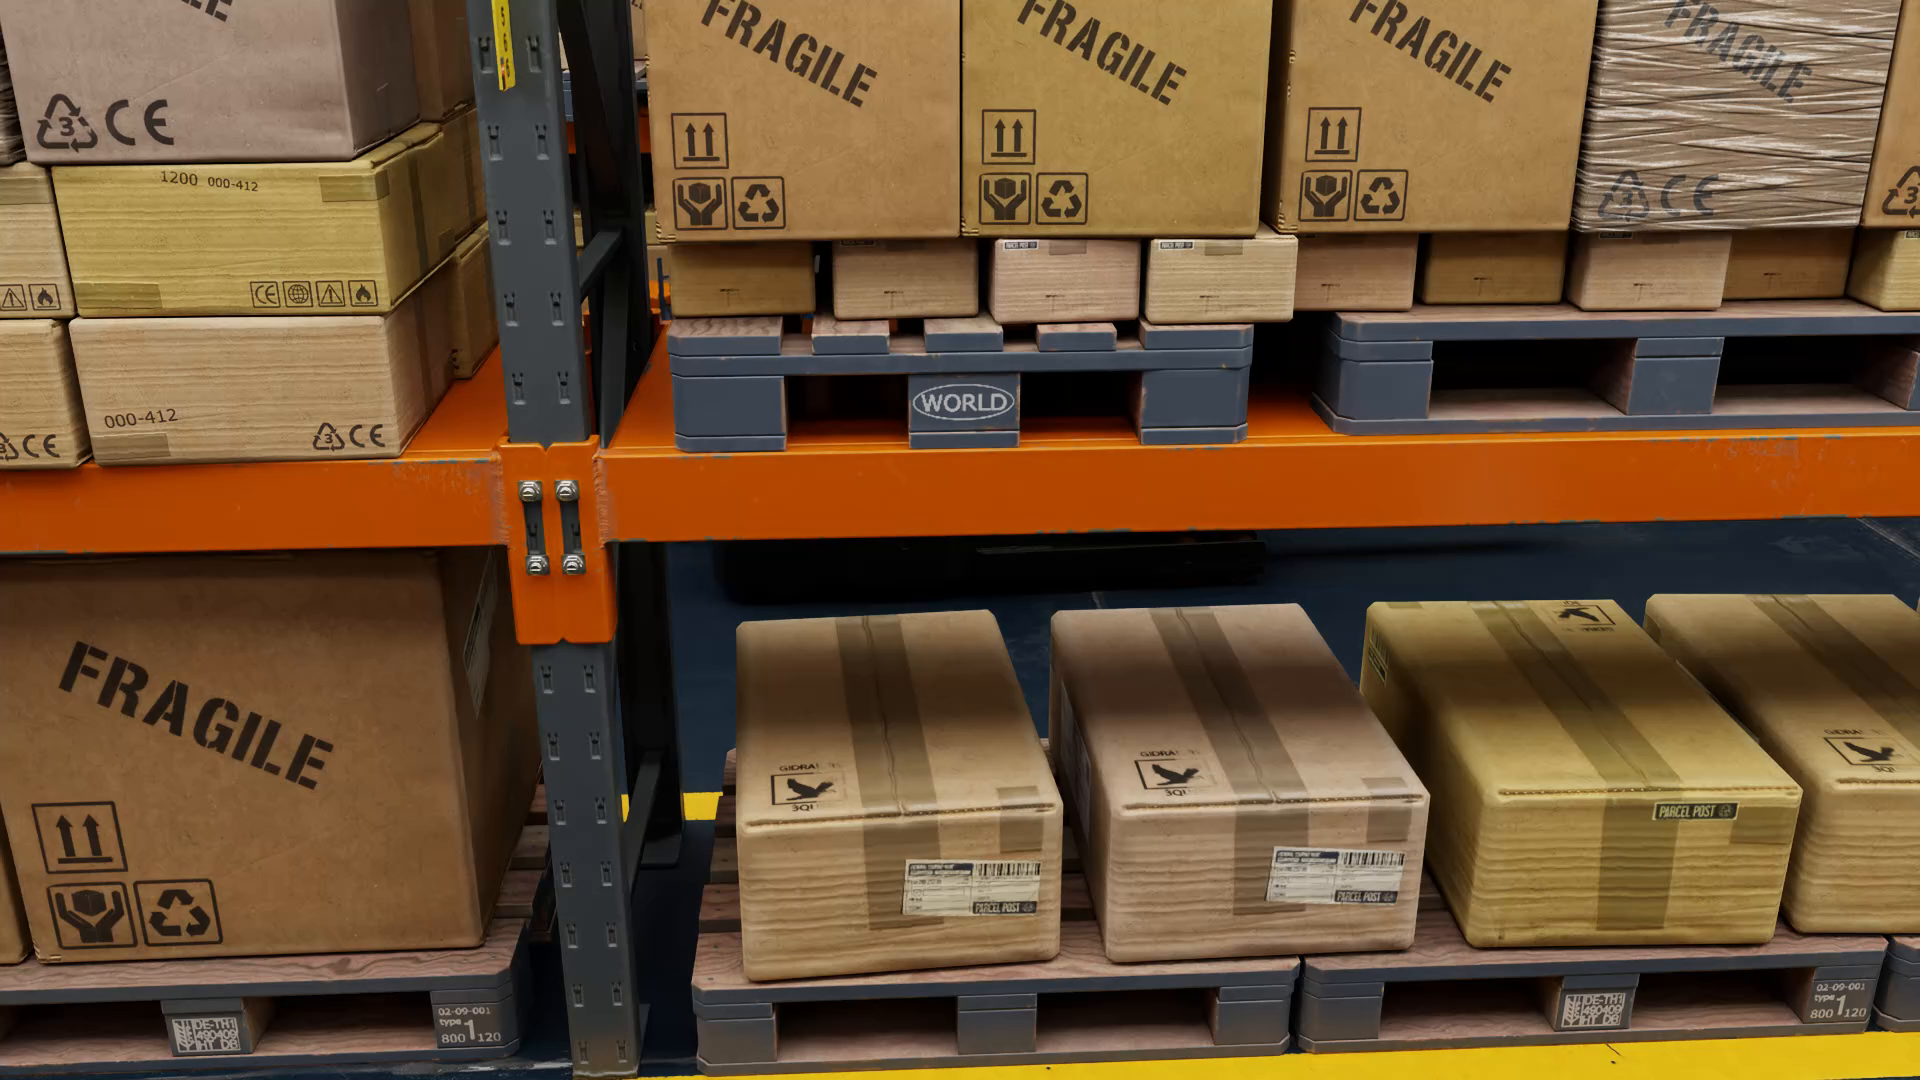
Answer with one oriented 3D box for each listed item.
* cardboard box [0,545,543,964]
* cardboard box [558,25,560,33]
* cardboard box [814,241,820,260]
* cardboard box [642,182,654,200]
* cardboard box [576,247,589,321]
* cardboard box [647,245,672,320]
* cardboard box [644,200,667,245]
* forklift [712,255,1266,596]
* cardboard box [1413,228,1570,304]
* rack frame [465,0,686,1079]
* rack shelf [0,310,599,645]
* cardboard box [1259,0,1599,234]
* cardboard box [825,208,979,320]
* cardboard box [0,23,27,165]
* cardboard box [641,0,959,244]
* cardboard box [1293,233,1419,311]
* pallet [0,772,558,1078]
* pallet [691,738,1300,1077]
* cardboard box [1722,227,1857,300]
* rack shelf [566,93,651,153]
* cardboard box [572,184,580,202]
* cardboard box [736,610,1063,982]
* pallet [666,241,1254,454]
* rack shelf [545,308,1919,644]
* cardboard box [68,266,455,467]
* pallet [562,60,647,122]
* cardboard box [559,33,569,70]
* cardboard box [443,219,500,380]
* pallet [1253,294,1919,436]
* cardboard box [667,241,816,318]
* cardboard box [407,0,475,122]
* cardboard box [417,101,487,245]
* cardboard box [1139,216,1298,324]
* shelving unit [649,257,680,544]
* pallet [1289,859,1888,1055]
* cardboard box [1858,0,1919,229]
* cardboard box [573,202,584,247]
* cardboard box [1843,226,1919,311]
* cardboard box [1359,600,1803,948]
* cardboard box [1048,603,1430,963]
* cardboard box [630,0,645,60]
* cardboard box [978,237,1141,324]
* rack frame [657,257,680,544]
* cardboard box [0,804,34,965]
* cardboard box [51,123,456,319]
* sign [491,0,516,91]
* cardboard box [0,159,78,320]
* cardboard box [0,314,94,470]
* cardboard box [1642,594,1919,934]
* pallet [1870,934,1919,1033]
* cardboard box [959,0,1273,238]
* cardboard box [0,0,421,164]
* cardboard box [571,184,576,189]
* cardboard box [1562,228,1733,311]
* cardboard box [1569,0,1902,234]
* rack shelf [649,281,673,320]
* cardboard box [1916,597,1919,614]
[{"bbox_3d":[-1.428,0.275,3.579,0.875,0.875,0.875,-1,21,-4],"label":"cardboard box"},{"bbox_3d":[-2.055,-2.259,7.460,0.500,0.250,0.500,-2,21,-6],"label":"cardboard box"},{"bbox_3d":[-0.419,-0.675,3.442,0.250,0.149,0.380,0,21,-1],"label":"cardboard box"},{"bbox_3d":[-1.559,-1.701,8.384,0.250,0.149,0.380,0,21,0],"label":"cardboard box"},{"bbox_3d":[-1.930,-1.206,7.996,0.500,0.500,0.500,-1,21,-4],"label":"cardboard box"},{"bbox_3d":[-1.430,-1.213,8.013,0.500,0.500,0.500,-1,21,-1],"label":"cardboard box"},{"bbox_3d":[-1.499,-1.501,7.858,0.250,0.149,0.380,-2,21,-6],"label":"cardboard box"},{"bbox_3d":[0.621,-1.398,5.673,3.031,2.935,1.130,-3,21,-7],"label":"forklift"},{"bbox_3d":[0.954,-0.559,3.137,0.250,0.149,0.380,0,21,-1],"label":"cardboard box"},{"bbox_3d":[-0.733,-0.506,3.235,0.127,3.000,1.000,-1,21,-3],"label":"rack frame"},{"bbox_3d":[-2.730,-0.130,3.257,4.000,0.370,1.077,-1,21,-3],"label":"rack shelf"},{"bbox_3d":[0.779,-0.842,2.967,0.500,0.500,0.500,-1,21,-2],"label":"cardboard box"},{"bbox_3d":[-0.114,-0.520,3.033,0.250,0.149,0.380,-2,21,-6],"label":"cardboard box"},{"bbox_3d":[-1.746,-0.904,2.733,0.500,0.500,0.500,-1,21,-2],"label":"cardboard box"},{"bbox_3d":[-0.271,-0.815,2.898,0.500,0.500,0.500,-2,21,-5],"label":"cardboard box"},{"bbox_3d":[0.674,-0.540,3.086,0.250,0.149,0.380,0,21,0],"label":"cardboard box"},{"bbox_3d":[-1.525,0.786,3.760,1.213,0.211,1.003,-1,21,-3],"label":"pallet"},{"bbox_3d":[0.047,0.781,3.772,1.213,0.211,1.003,-1,21,-3],"label":"pallet"},{"bbox_3d":[1.474,-0.574,3.175,0.250,0.149,0.380,-2,21,-5],"label":"cardboard box"},{"bbox_3d":[-3.017,-1.893,7.888,4.000,0.370,1.077,-1,21,-3],"label":"rack shelf"},{"bbox_3d":[-1.825,-1.705,8.395,0.250,0.149,0.380,-1,21,-1],"label":"cardboard box"},{"bbox_3d":[-0.169,0.517,3.649,0.625,0.372,0.950,-3,21,-7],"label":"cardboard box"},{"bbox_3d":[-0.028,-0.469,3.407,1.003,0.211,1.213,-1,21,-3],"label":"pallet"},{"bbox_3d":[1.264,-0.211,3.470,4.000,0.370,1.077,-1,21,-3],"label":"rack shelf"},{"bbox_3d":[-1.223,-0.334,2.993,0.500,0.250,0.500,-2,21,-5],"label":"cardboard box"},{"bbox_3d":[-1.693,-2.141,7.799,1.003,0.211,1.213,-1,21,-3],"label":"pallet"},{"bbox_3d":[-1.654,-2.199,7.443,0.250,0.149,0.380,-1,21,-2],"label":"cardboard box"},{"bbox_3d":[-1.236,-0.516,3.471,0.500,0.250,0.500,-2,21,-4],"label":"cardboard box"},{"bbox_3d":[1.241,-0.472,3.413,1.213,0.211,1.003,-1,21,-3],"label":"pallet"},{"bbox_3d":[-0.398,-0.526,3.049,0.250,0.149,0.380,-2,21,-6],"label":"cardboard box"},{"bbox_3d":[-1.240,-1.097,3.241,0.500,0.500,0.500,-2,21,-5],"label":"cardboard box"},{"bbox_3d":[-1.253,-0.747,3.376,0.500,0.250,0.500,-1,21,-3],"label":"cardboard box"},{"bbox_3d":[0.438,-0.507,3.000,0.250,0.149,0.380,-1,21,-3],"label":"cardboard box"},{"bbox_3d":[-1.088,-0.531,6.039,0.252,1.050,0.215,13,24,30],"label":"shelving unit"},{"bbox_3d":[1.262,0.758,3.834,1.213,0.211,1.003,-1,21,-3],"label":"pallet"},{"bbox_3d":[1.802,-0.860,3.015,0.500,0.500,0.500,0,21,-1],"label":"cardboard box"},{"bbox_3d":[-1.770,-1.484,7.815,0.250,0.149,0.380,-2,21,-6],"label":"cardboard box"},{"bbox_3d":[1.743,-0.542,3.093,0.250,0.149,0.380,-1,21,-3],"label":"cardboard box"},{"bbox_3d":[1.325,0.486,3.731,0.625,0.372,0.950,0,21,-1],"label":"cardboard box"},{"bbox_3d":[0.568,0.500,3.696,0.625,0.372,0.950,-2,21,-4],"label":"cardboard box"},{"bbox_3d":[-1.543,-2.558,7.892,0.500,0.500,0.500,0,21,-1],"label":"cardboard box"},{"bbox_3d":[0.162,-0.509,3.005,0.250,0.149,0.380,-3,21,-7],"label":"cardboard box"},{"bbox_3d":[-0.985,-0.507,5.977,0.008,1.050,0.200,13,24,30],"label":"rack frame"},{"bbox_3d":[-2.318,0.291,3.536,0.875,0.875,0.875,-1,21,-2],"label":"cardboard box"},{"bbox_3d":[-1.202,-0.570,2.910,0.500,0.250,0.500,-1,21,-3],"label":"cardboard box"},{"bbox_3d":[-0.698,-0.850,2.512,0.005,0.325,0.100,-1,21,-3],"label":"sign"},{"bbox_3d":[-1.714,-0.558,2.879,0.500,0.250,0.500,-2,21,-4],"label":"cardboard box"},{"bbox_3d":[-1.732,-0.318,2.951,0.500,0.250,0.500,-1,21,-2],"label":"cardboard box"},{"bbox_3d":[2.019,0.472,3.770,0.625,0.372,0.950,0,21,0],"label":"cardboard box"},{"bbox_3d":[2.483,0.732,3.902,1.213,0.211,1.003,-1,21,-3],"label":"pallet"},{"bbox_3d":[0.249,-0.828,2.932,0.500,0.500,0.500,0,21,0],"label":"cardboard box"},{"bbox_3d":[-1.234,-0.917,2.768,0.500,0.500,0.500,-2,21,-5],"label":"cardboard box"},{"bbox_3d":[-2.069,-1.672,8.307,0.250,0.149,0.380,-1,21,-2],"label":"cardboard box"},{"bbox_3d":[1.218,-0.541,3.090,0.250,0.149,0.380,-1,21,-1],"label":"cardboard box"},{"bbox_3d":[1.279,-0.849,2.986,0.500,0.500,0.500,-2,21,-5],"label":"cardboard box"},{"bbox_3d":[-1.088,-0.786,5.942,0.240,0.259,0.215,13,24,30],"label":"rack shelf"},{"bbox_3d":[2.737,0.456,3.811,0.625,0.372,0.950,-1,21,-2],"label":"cardboard box"}]
